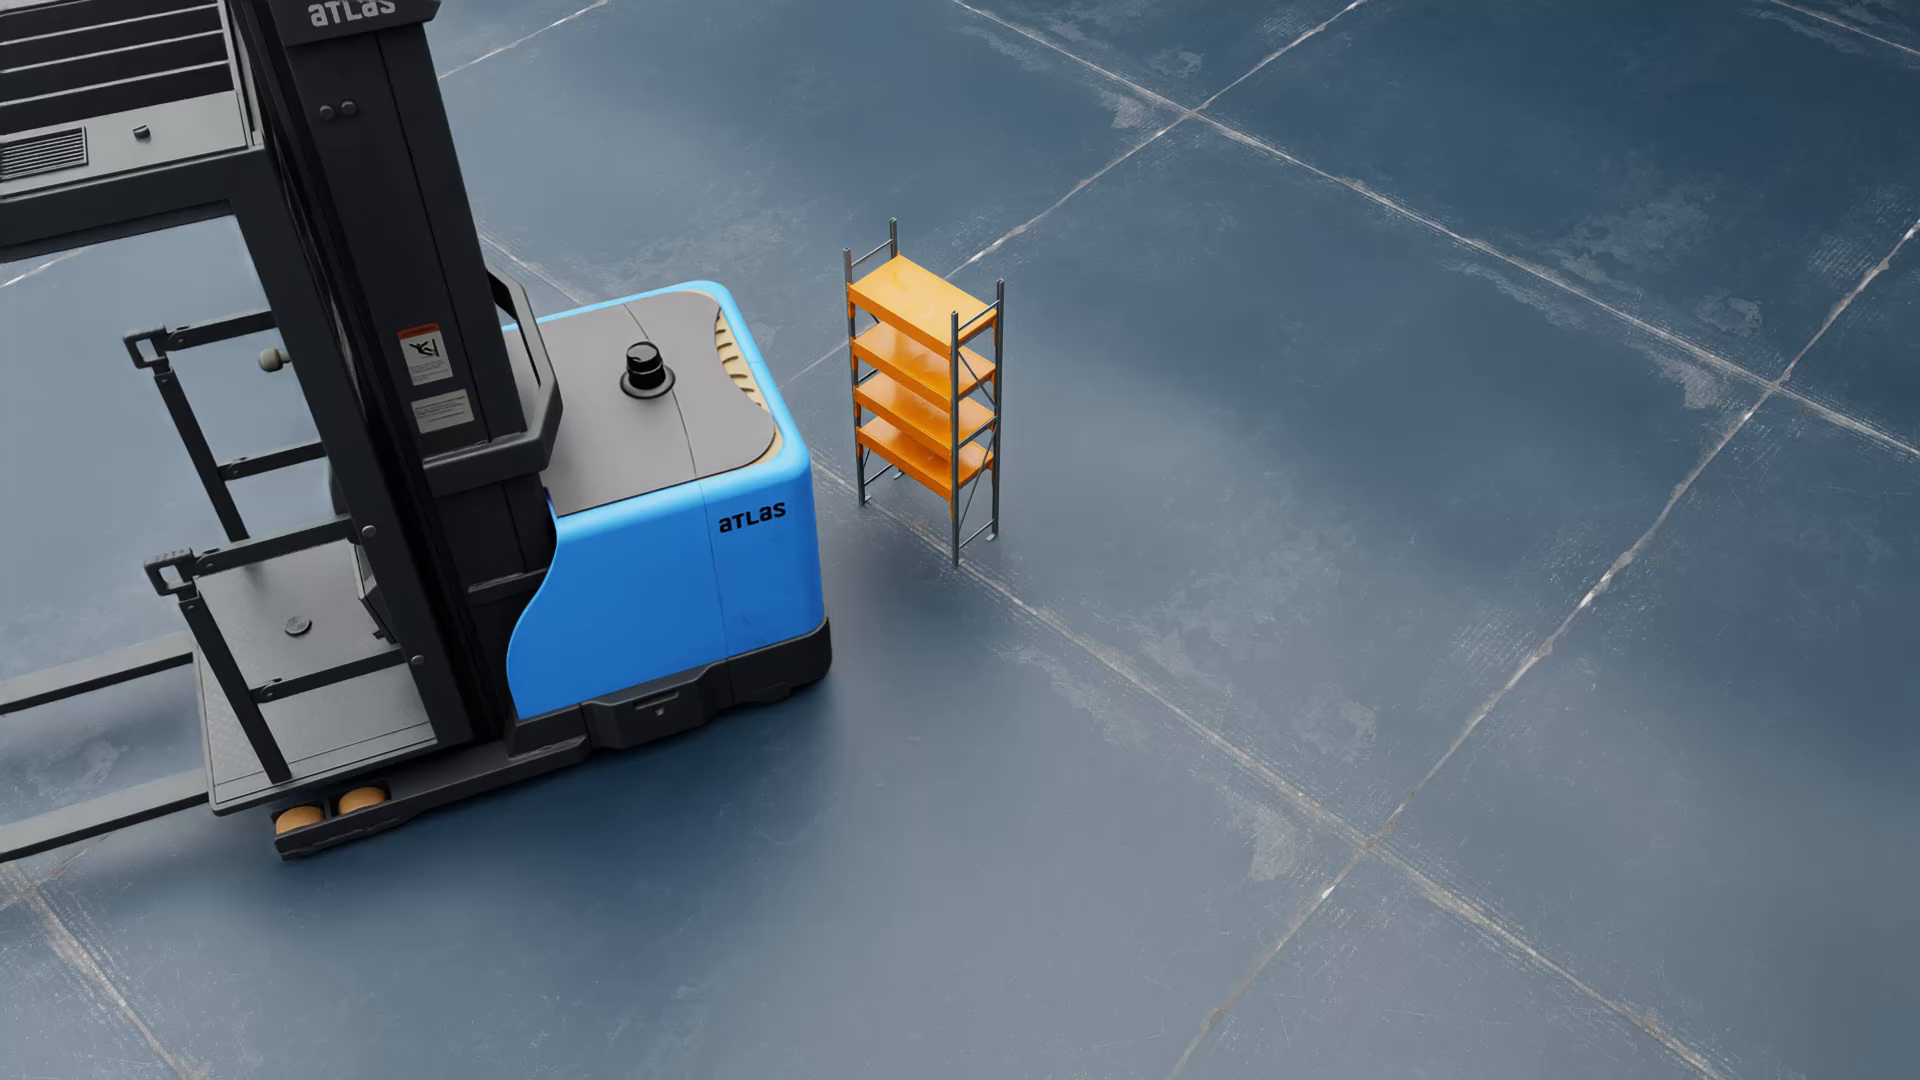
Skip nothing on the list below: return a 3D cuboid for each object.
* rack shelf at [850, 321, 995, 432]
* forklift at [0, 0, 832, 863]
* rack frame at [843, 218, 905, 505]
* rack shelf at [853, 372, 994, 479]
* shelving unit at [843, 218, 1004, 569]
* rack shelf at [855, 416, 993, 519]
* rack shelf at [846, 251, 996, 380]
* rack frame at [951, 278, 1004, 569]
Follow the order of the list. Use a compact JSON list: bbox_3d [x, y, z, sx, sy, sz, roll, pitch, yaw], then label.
[{"bbox_3d":[-0.122,-0.600,5.775,0.480,0.148,0.258,34,55,28],"label":"rack shelf"},{"bbox_3d":[-2.011,-0.438,4.651,3.031,2.935,1.130,-16,49,-15],"label":"forklift"},{"bbox_3d":[-0.301,-0.613,6.003,0.015,1.200,0.240,34,55,28],"label":"rack frame"},{"bbox_3d":[-0.122,-0.446,5.938,0.480,0.148,0.258,34,55,28],"label":"rack shelf"},{"bbox_3d":[-0.122,-0.493,5.889,0.503,1.200,0.258,34,55,28],"label":"shelving unit"},{"bbox_3d":[-0.122,-0.311,6.083,0.480,0.148,0.258,34,55,28],"label":"rack shelf"},{"bbox_3d":[-0.122,-0.762,5.603,0.480,0.148,0.258,34,55,28],"label":"rack shelf"},{"bbox_3d":[0.058,-0.372,5.776,0.015,1.200,0.240,34,55,28],"label":"rack frame"}]
